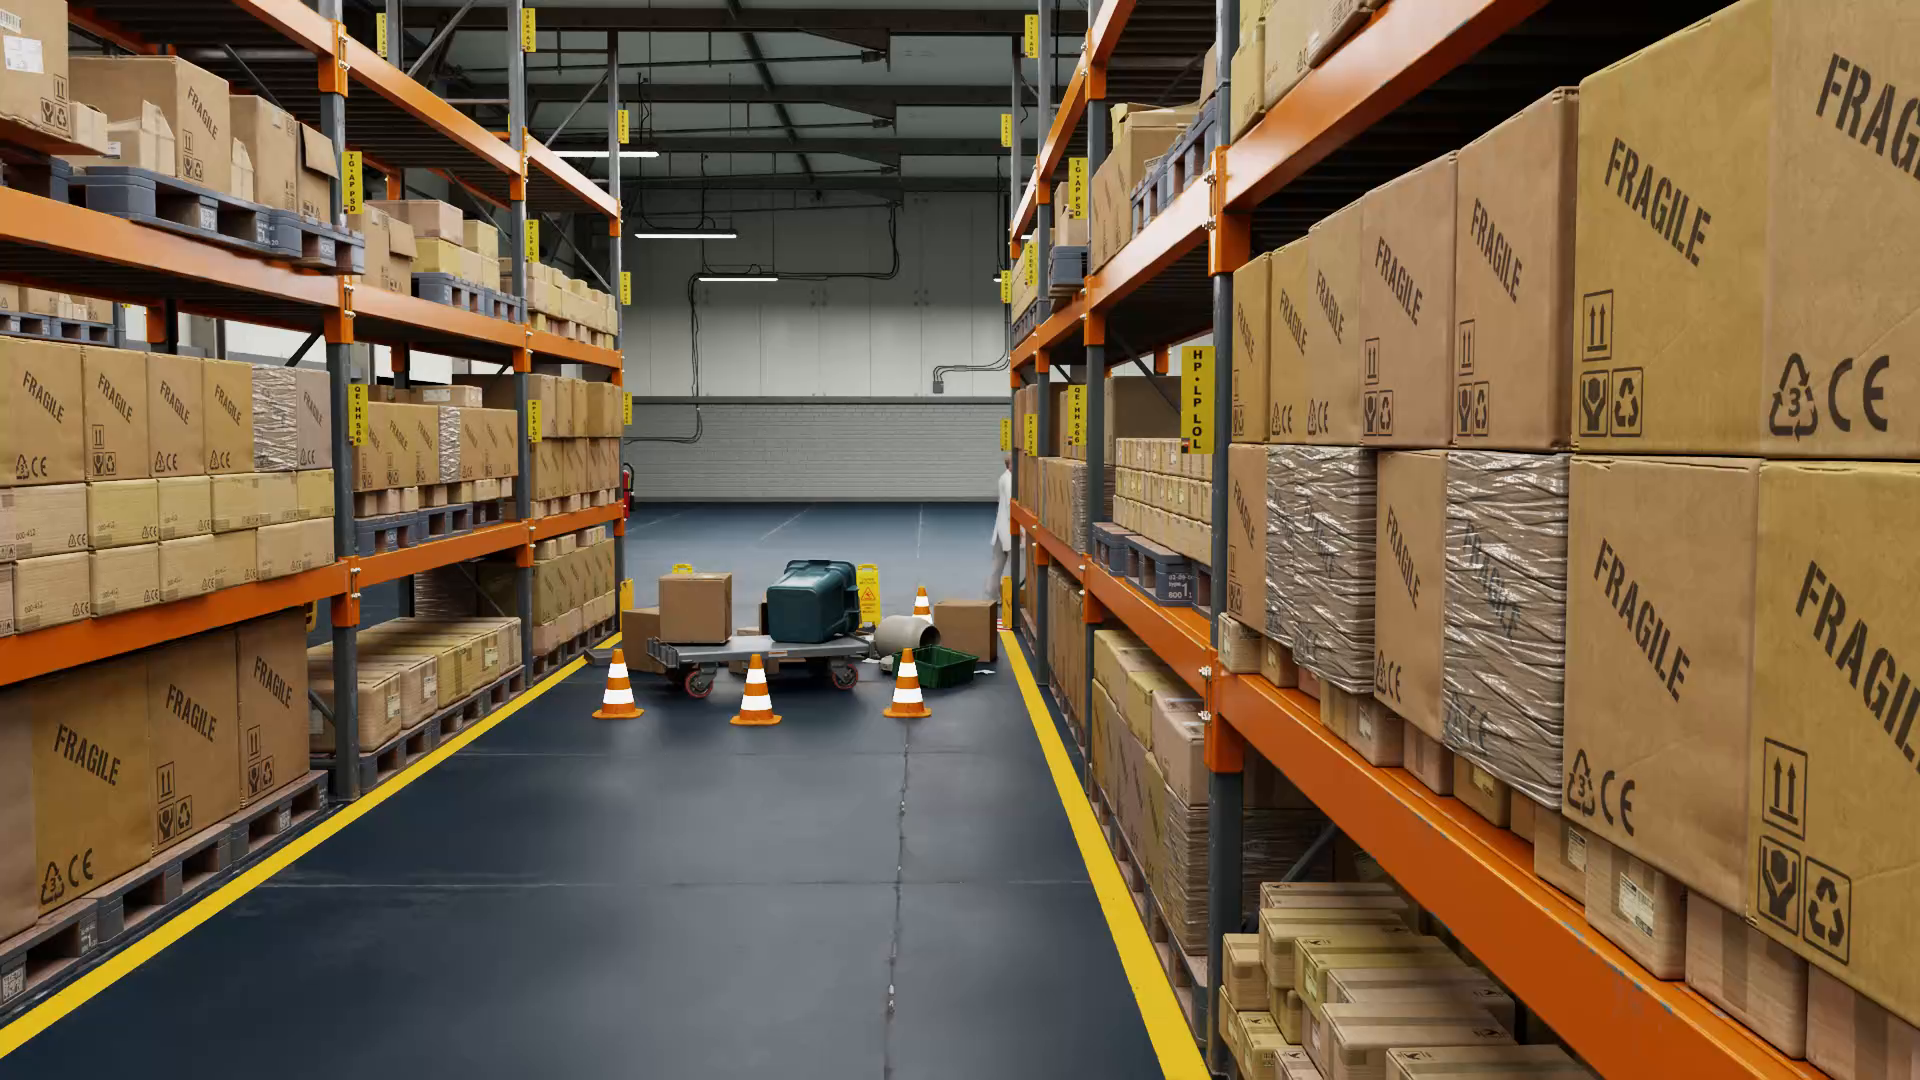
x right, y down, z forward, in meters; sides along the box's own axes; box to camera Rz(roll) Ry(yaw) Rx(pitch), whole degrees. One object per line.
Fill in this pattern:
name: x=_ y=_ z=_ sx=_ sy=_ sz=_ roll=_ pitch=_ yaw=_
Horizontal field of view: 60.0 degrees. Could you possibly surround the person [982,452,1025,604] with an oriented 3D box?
person: x=0.611 y=-0.113 z=18.893 sx=0.691 sy=1.777 sz=0.652 roll=-1 pitch=4 yaw=-12
